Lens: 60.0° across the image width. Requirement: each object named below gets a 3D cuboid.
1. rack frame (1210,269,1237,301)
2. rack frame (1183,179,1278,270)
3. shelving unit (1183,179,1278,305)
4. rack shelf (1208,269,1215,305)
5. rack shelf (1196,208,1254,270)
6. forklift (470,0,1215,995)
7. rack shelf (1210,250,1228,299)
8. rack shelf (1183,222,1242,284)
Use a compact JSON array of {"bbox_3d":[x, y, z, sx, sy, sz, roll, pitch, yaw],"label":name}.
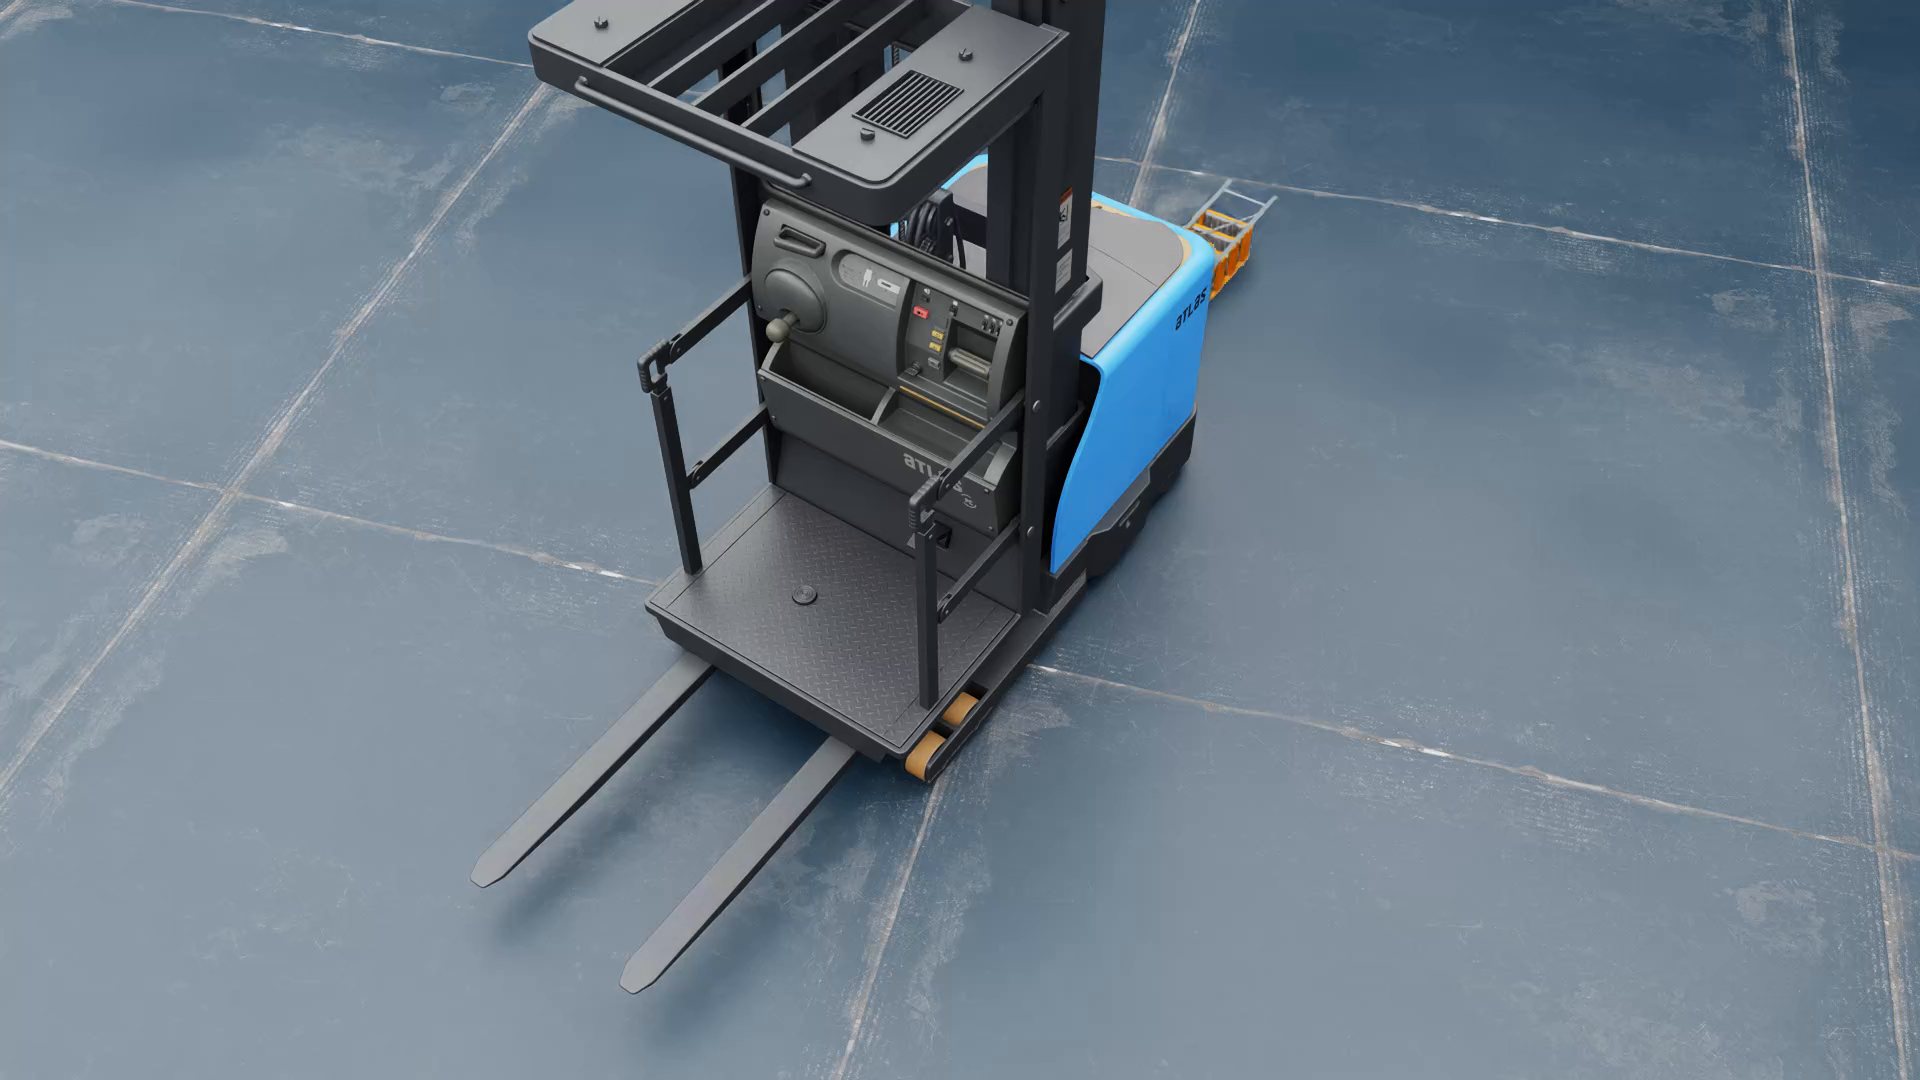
[{"bbox_3d":[0.972,-1.072,7.195,0.240,0.006,1.200,26,53,21],"label":"rack frame"},{"bbox_3d":[0.973,-1.194,7.059,0.240,0.006,1.200,26,53,21],"label":"rack frame"},{"bbox_3d":[0.972,-1.133,7.127,0.258,0.189,1.200,26,53,21],"label":"shelving unit"},{"bbox_3d":[0.948,-1.105,7.102,0.258,0.180,0.103,26,53,21],"label":"rack shelf"},{"bbox_3d":[1.147,-1.328,7.304,0.258,0.180,0.103,26,53,21],"label":"rack shelf"},{"bbox_3d":[-0.355,-0.586,4.812,1.130,2.935,3.031,27,54,22],"label":"forklift"},{"bbox_3d":[1.014,-1.179,7.170,0.258,0.180,0.103,26,53,21],"label":"rack shelf"},{"bbox_3d":[1.080,-1.254,7.237,0.258,0.180,0.103,26,53,21],"label":"rack shelf"}]
